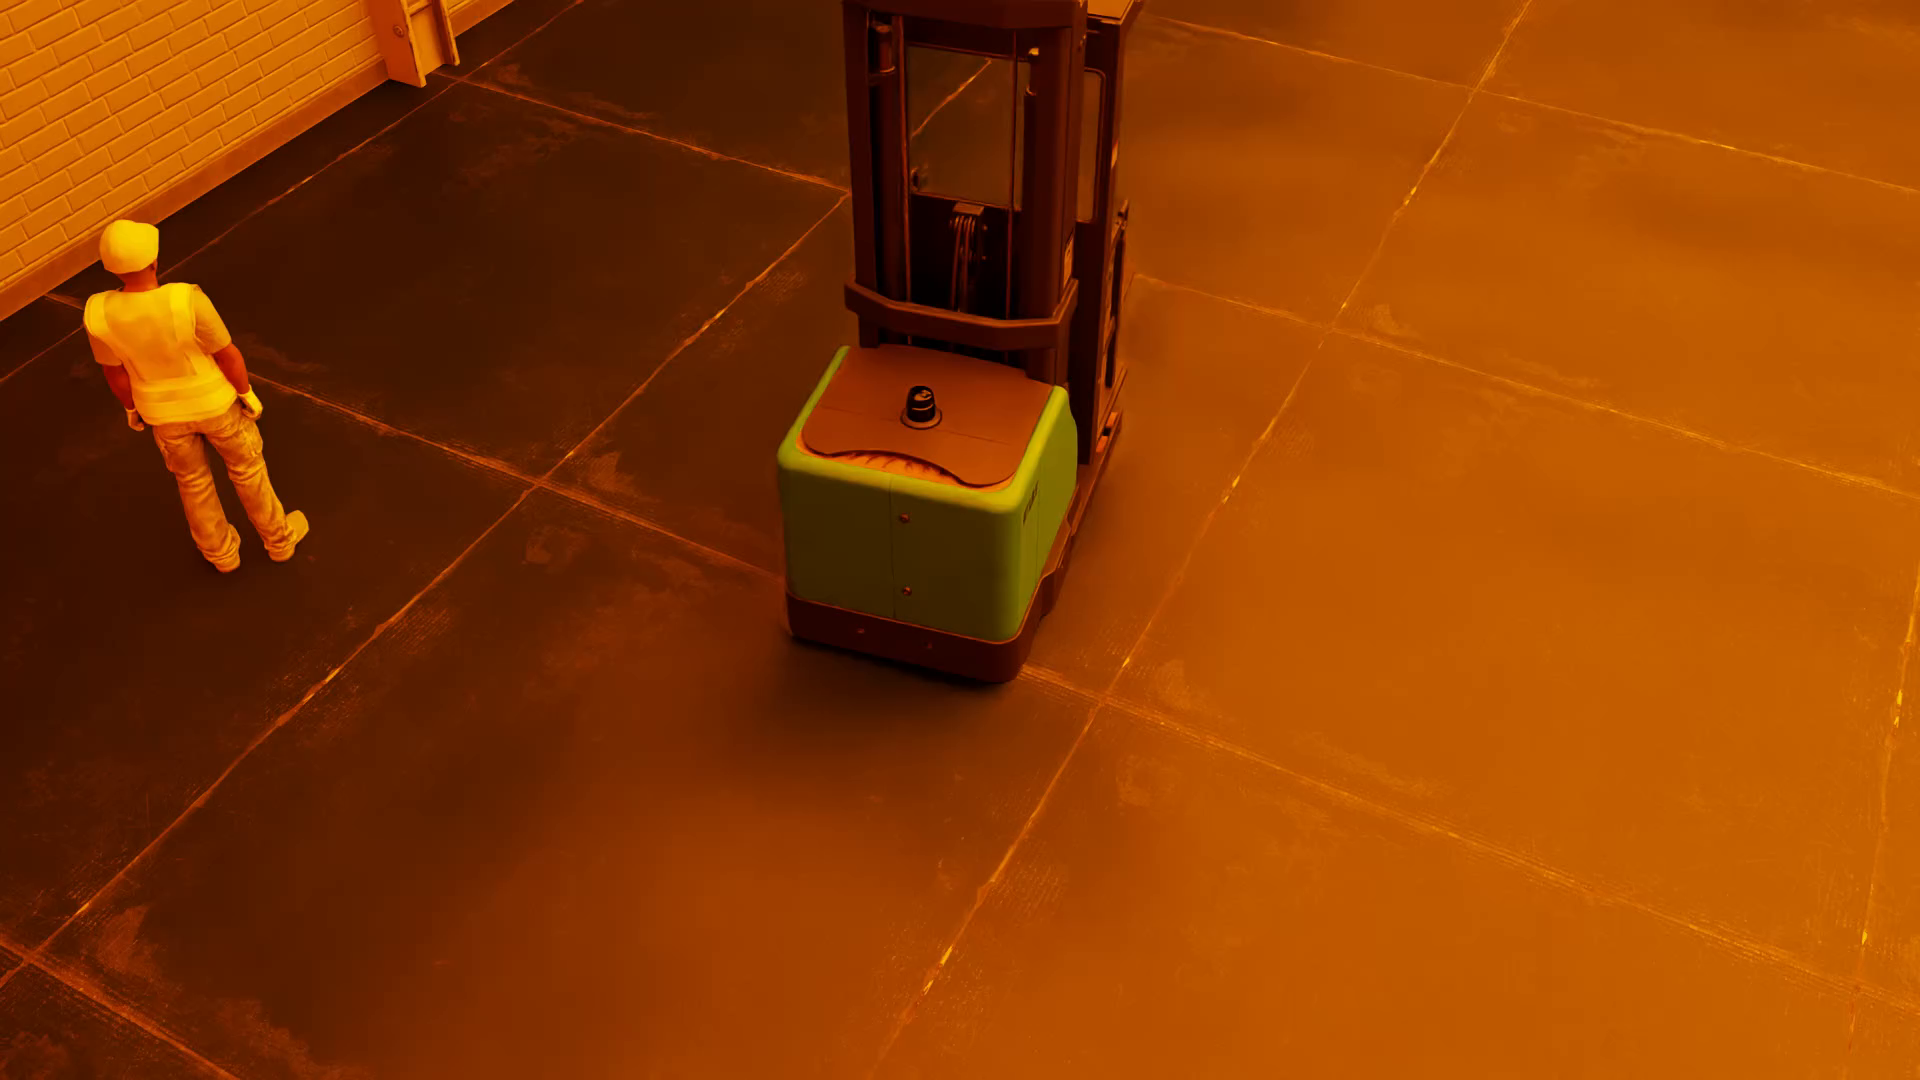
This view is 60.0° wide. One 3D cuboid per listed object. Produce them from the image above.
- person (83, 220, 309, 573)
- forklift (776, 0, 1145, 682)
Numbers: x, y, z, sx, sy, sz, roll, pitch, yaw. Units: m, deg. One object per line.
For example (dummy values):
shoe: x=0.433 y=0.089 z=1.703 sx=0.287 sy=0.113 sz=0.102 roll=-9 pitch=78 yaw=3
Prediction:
person: x=-3.293 y=-0.602 z=7.128 sx=0.547 sy=1.790 sz=0.369 roll=-8 pitch=44 yaw=-8
forklift: x=0.176 y=-1.490 z=7.235 sx=1.130 sy=2.935 sz=3.031 roll=12 pitch=45 yaw=13
